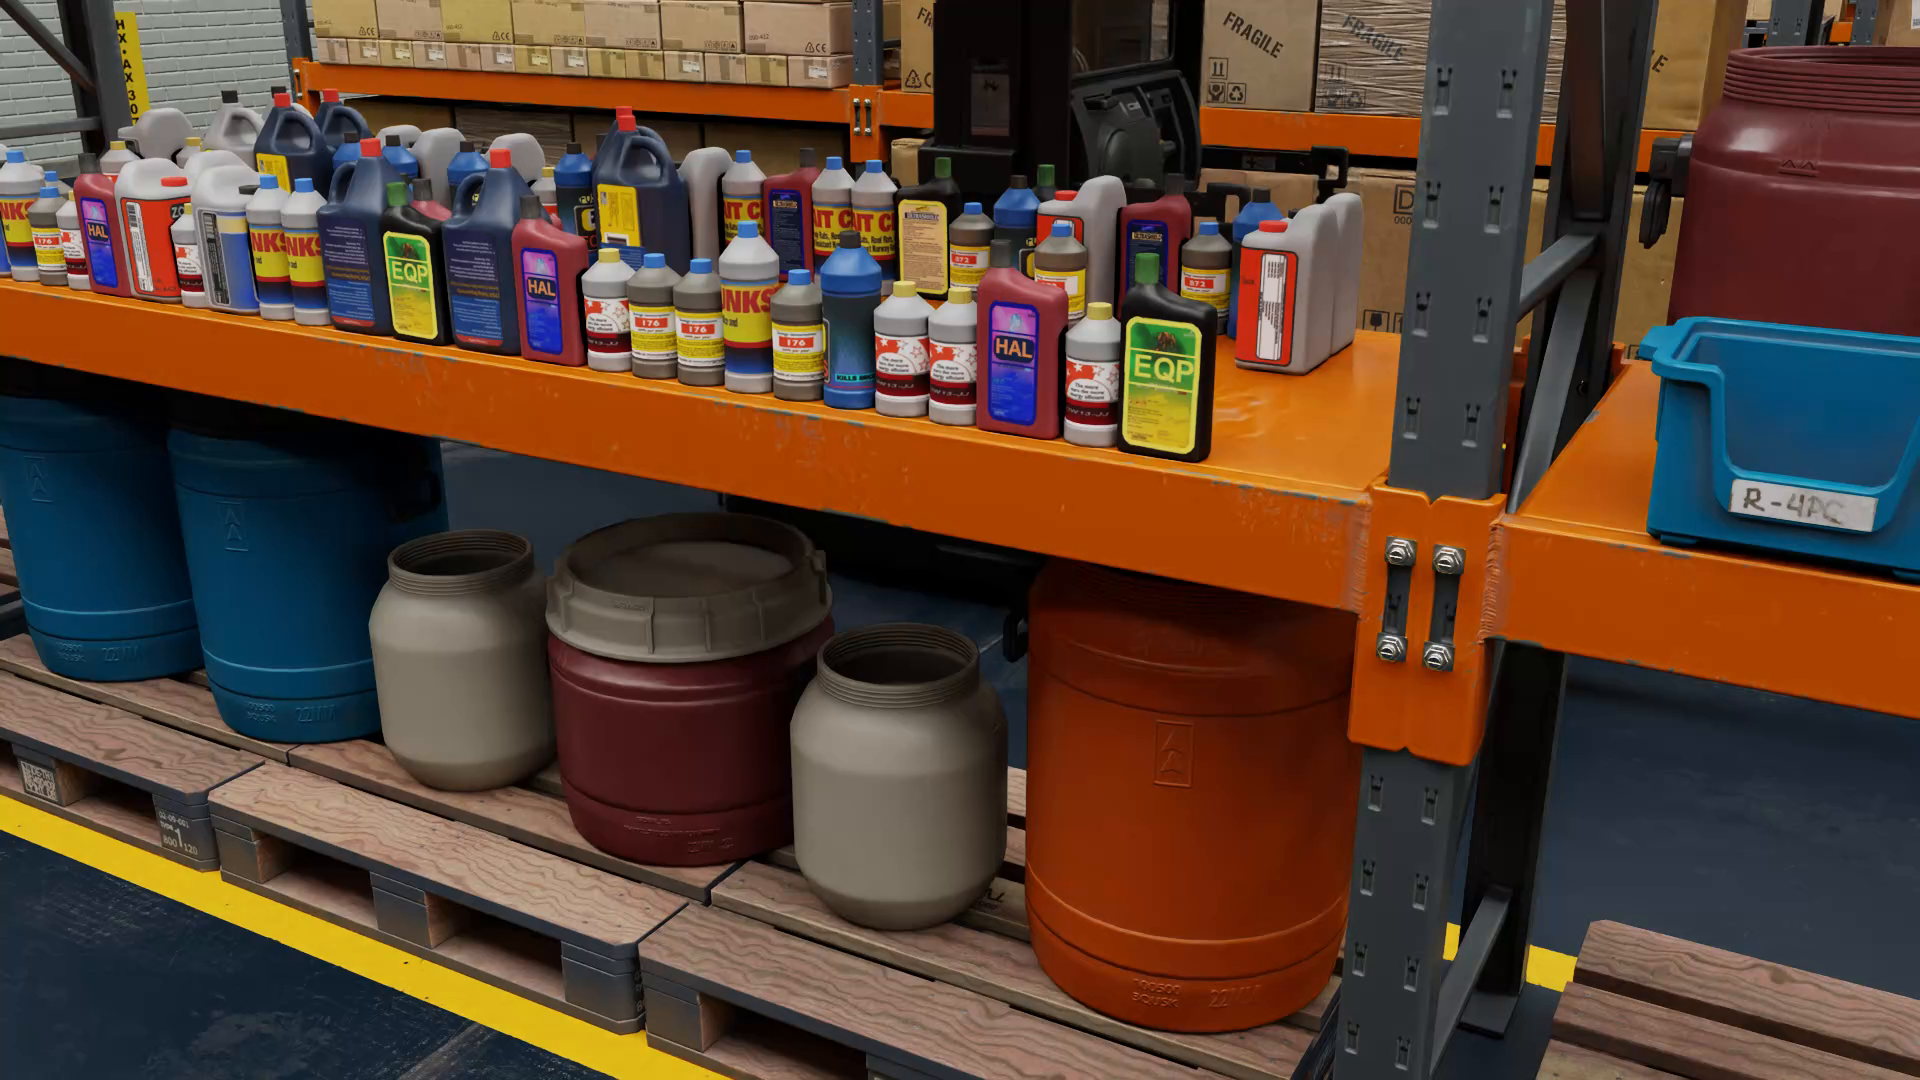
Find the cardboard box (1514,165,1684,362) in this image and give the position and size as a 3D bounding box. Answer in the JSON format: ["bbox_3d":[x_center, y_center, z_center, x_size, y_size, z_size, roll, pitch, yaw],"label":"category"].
[{"bbox_3d":[2.678,-1.167,7.184,0.875,0.875,1.225,10,22,25],"label":"cardboard box"}]

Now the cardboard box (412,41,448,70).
[{"bbox_3d":[-2.889,-2.775,9.485,0.250,0.149,0.380,10,22,26],"label":"cardboard box"}]

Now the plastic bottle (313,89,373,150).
[{"bbox_3d":[-1.514,-0.929,4.100,0.185,0.351,0.144,11,23,27],"label":"plastic bottle"}]

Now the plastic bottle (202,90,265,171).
[{"bbox_3d":[-1.746,-0.917,4.066,0.185,0.351,0.144,11,23,27],"label":"plastic bottle"}]

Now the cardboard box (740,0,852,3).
[{"bbox_3d":[-0.754,-2.932,8.232,0.500,0.500,0.500,12,23,29],"label":"cardboard box"}]

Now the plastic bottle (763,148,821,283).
[{"bbox_3d":[-0.352,-0.692,3.546,0.133,0.283,0.061,11,23,27],"label":"plastic bottle"}]

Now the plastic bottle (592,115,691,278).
[{"bbox_3d":[-0.671,-0.709,3.493,0.185,0.351,0.144,11,23,27],"label":"plastic bottle"}]

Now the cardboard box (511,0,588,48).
[{"bbox_3d":[-2.075,-2.833,9.060,0.500,0.250,0.500,10,22,26],"label":"cardboard box"}]

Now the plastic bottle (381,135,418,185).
[{"bbox_3d":[-1.304,-0.801,3.864,0.097,0.271,0.097,0,20,0],"label":"plastic bottle"}]

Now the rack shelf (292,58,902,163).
[{"bbox_3d":[-1.968,-2.507,9.433,4.000,0.370,1.077,11,23,27],"label":"rack shelf"}]

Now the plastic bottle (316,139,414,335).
[{"bbox_3d":[-1.101,-0.572,3.116,0.185,0.351,0.144,11,23,27],"label":"plastic bottle"}]

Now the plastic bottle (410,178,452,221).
[{"bbox_3d":[-0.953,-0.520,3.070,0.133,0.283,0.061,11,23,27],"label":"plastic bottle"}]

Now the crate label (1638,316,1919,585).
[{"bbox_3d":[1.040,-0.113,2.023,0.416,0.233,0.303,11,23,27],"label":"crate label"}]

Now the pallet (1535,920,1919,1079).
[{"bbox_3d":[1.512,1.078,2.584,1.213,0.211,1.003,11,23,27],"label":"pallet"}]

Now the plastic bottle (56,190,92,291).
[{"bbox_3d":[-1.842,-0.634,3.505,0.097,0.201,0.097,0,20,0],"label":"plastic bottle"}]

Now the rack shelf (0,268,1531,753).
[{"bbox_3d":[-0.892,-0.368,3.535,4.000,0.370,1.077,11,23,27],"label":"rack shelf"}]

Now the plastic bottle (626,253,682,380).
[{"bbox_3d":[-0.510,-0.380,2.806,0.097,0.201,0.097,0,20,0],"label":"plastic bottle"}]

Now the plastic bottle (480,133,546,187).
[{"bbox_3d":[-1.057,-0.805,3.868,0.135,0.276,0.152,11,23,27],"label":"plastic bottle"}]

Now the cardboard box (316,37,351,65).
[{"bbox_3d":[-3.565,-2.903,9.837,0.250,0.149,0.380,11,23,28],"label":"cardboard box"}]

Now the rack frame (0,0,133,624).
[{"bbox_3d":[-2.638,-1.038,4.329,0.127,3.000,1.000,11,23,27],"label":"rack frame"}]

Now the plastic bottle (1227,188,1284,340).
[{"bbox_3d":[0.546,-0.508,3.056,0.097,0.271,0.097,0,20,0],"label":"plastic bottle"}]

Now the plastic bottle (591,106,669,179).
[{"bbox_3d":[-0.714,-0.777,3.679,0.185,0.351,0.144,11,23,27],"label":"plastic bottle"}]

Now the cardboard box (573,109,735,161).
[{"bbox_3d":[-1.545,-1.995,9.465,0.875,0.875,0.875,11,23,27],"label":"cardboard box"}]

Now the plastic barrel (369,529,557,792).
[{"bbox_3d":[-1.103,0.268,3.761,0.421,0.512,0.421,0,20,0],"label":"plastic barrel"}]

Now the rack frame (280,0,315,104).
[{"bbox_3d":[-3.714,-3.178,10.228,0.127,3.000,1.000,11,23,27],"label":"rack frame"}]

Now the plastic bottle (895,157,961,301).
[{"bbox_3d":[-0.066,-0.638,3.395,0.133,0.283,0.061,11,23,27],"label":"plastic bottle"}]

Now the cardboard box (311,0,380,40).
[{"bbox_3d":[-3.427,-3.087,9.761,0.500,0.250,0.500,10,22,26],"label":"cardboard box"}]

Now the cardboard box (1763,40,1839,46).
[{"bbox_3d":[7.540,-4.136,15.369,0.875,0.875,0.875,11,22,27],"label":"cardboard box"}]

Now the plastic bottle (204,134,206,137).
[{"bbox_3d":[-1.912,-0.989,4.365,0.133,0.283,0.061,11,23,27],"label":"plastic bottle"}]

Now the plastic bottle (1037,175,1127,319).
[{"bbox_3d":[0.230,-0.560,3.192,0.135,0.276,0.152,11,23,27],"label":"plastic bottle"}]

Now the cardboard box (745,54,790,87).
[{"bbox_3d":[-0.873,-2.391,8.426,0.250,0.149,0.380,11,23,28],"label":"cardboard box"}]

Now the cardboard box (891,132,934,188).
[{"bbox_3d":[0.346,-1.611,8.407,0.875,0.875,1.225,11,23,27],"label":"cardboard box"}]

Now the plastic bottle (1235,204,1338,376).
[{"bbox_3d":[0.560,-0.438,2.855,0.135,0.276,0.152,11,23,27],"label":"plastic bottle"}]

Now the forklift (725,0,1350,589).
[{"bbox_3d":[0.734,-1.266,5.057,3.031,2.935,1.130,10,22,26],"label":"forklift"}]

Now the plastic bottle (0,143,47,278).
[{"bbox_3d":[-2.100,-0.729,3.657,0.135,0.276,0.152,11,23,27],"label":"plastic bottle"}]

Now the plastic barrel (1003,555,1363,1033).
[{"bbox_3d":[0.419,0.373,3.004,0.708,0.830,0.600,11,23,27],"label":"plastic barrel"}]

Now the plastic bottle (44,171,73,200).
[{"bbox_3d":[-2.055,-0.734,3.781,0.097,0.201,0.097,0,20,0],"label":"plastic bottle"}]

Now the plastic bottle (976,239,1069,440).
[{"bbox_3d":[0.092,-0.297,2.456,0.133,0.283,0.061,11,23,27],"label":"plastic bottle"}]

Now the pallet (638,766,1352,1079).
[{"bbox_3d":[0.146,0.819,3.298,1.213,0.211,1.003,11,23,27],"label":"pallet"}]

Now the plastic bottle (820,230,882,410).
[{"bbox_3d":[-0.170,-0.348,2.615,0.097,0.271,0.097,0,20,0],"label":"plastic bottle"}]

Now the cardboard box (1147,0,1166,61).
[{"bbox_3d":[0.934,-2.242,7.501,0.500,0.500,0.500,10,22,26],"label":"cardboard box"}]

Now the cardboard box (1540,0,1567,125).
[{"bbox_3d":[2.286,-1.988,6.799,0.500,0.500,0.500,11,22,27],"label":"cardboard box"}]

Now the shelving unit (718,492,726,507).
[{"bbox_3d":[-0.745,-0.628,6.057,0.252,1.050,0.215,10,22,26],"label":"shelving unit"}]

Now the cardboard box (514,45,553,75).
[{"bbox_3d":[-2.222,-2.647,9.133,0.250,0.149,0.380,10,22,26],"label":"cardboard box"}]

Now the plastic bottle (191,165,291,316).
[{"bbox_3d":[-1.408,-0.597,3.294,0.135,0.276,0.152,11,23,27],"label":"plastic bottle"}]

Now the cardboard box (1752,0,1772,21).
[{"bbox_3d":[5.122,-3.332,10.404,0.250,0.149,0.380,11,23,28],"label":"cardboard box"}]

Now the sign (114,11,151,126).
[{"bbox_3d":[-2.368,-1.332,4.732,0.005,0.325,0.100,11,23,27],"label":"sign"}]

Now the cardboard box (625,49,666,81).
[{"bbox_3d":[-1.547,-2.519,8.779,0.250,0.149,0.380,11,23,28],"label":"cardboard box"}]

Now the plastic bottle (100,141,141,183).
[{"bbox_3d":[-2.180,-0.935,4.336,0.097,0.201,0.097,0,20,0],"label":"plastic bottle"}]

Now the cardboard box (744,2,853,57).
[{"bbox_3d":[-0.736,-2.578,8.356,0.500,0.250,0.500,10,22,26],"label":"cardboard box"}]
